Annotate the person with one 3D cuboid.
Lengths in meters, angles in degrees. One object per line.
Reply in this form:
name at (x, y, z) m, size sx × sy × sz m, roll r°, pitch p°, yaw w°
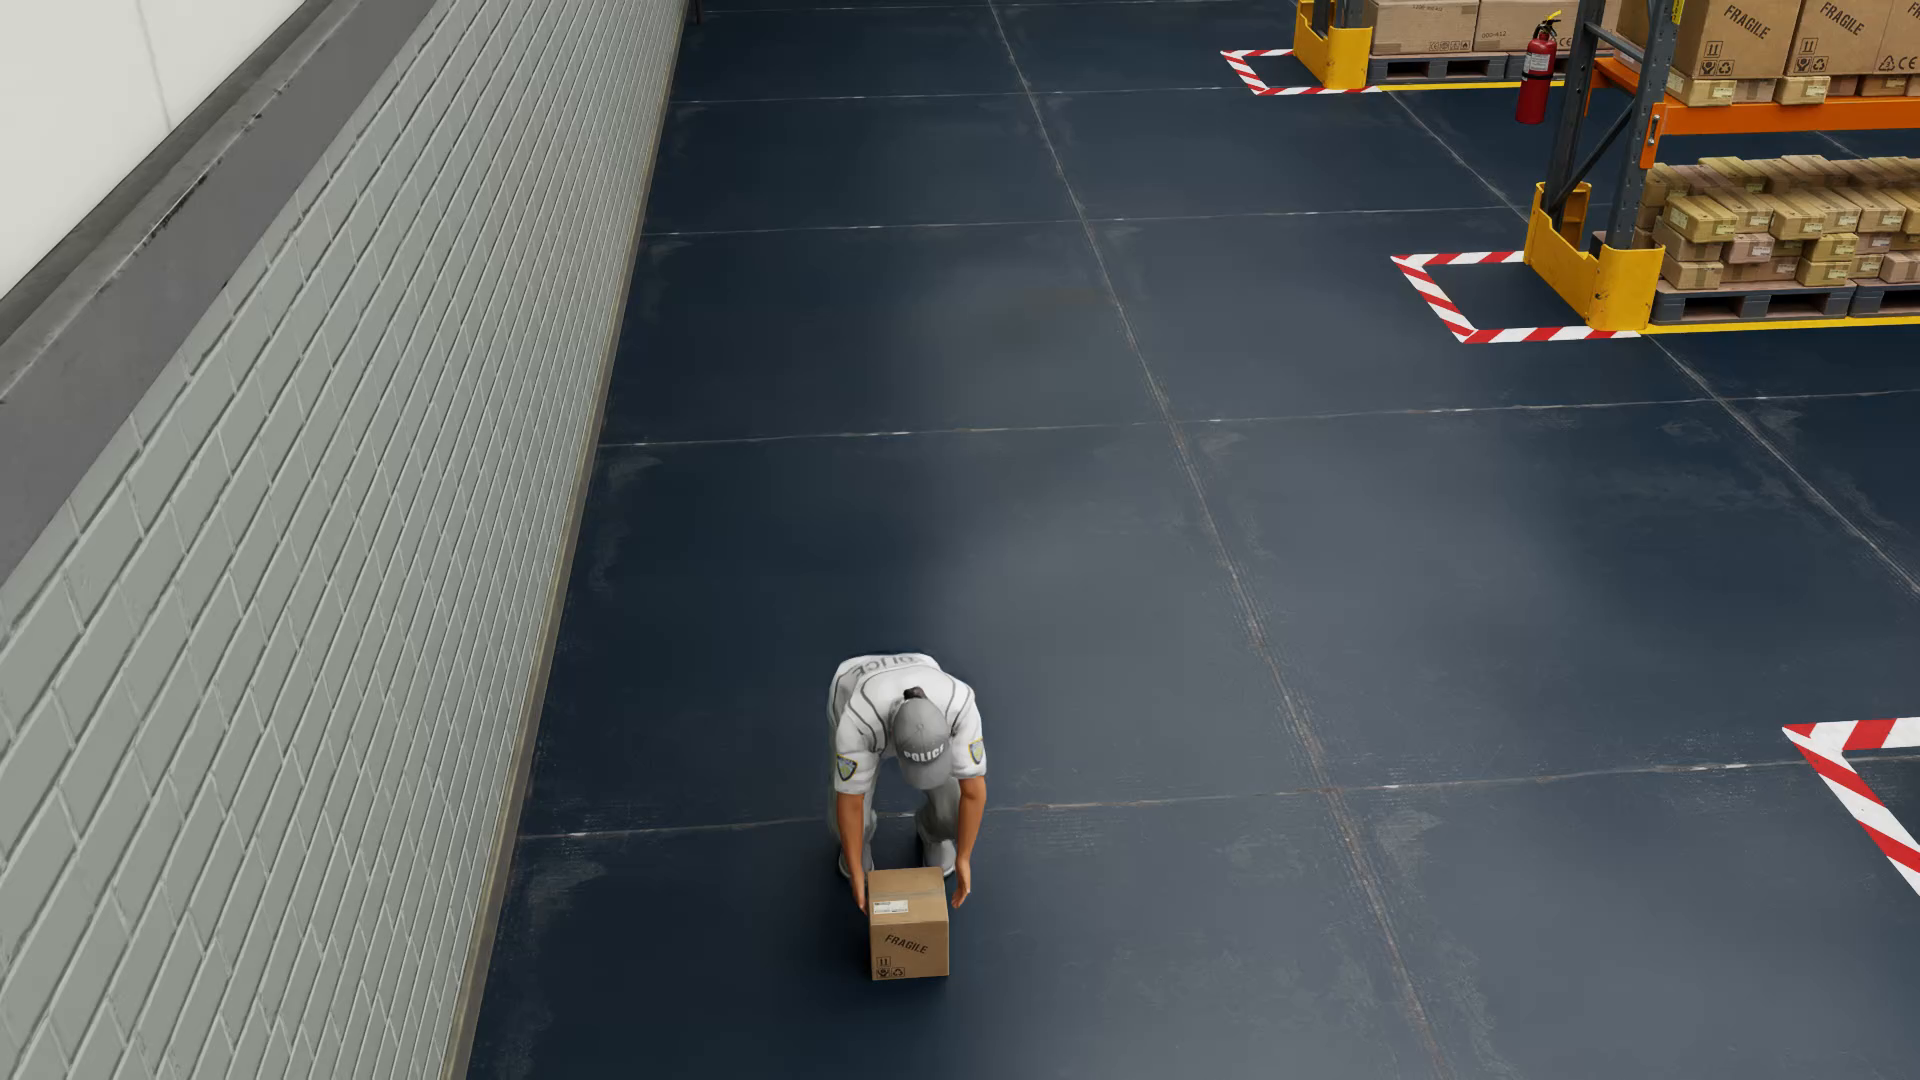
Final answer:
person at (-0.193, 0.757, 5.563) m, size 0.525 × 0.969 × 0.830 m, roll -3°, pitch 31°, yaw -5°
